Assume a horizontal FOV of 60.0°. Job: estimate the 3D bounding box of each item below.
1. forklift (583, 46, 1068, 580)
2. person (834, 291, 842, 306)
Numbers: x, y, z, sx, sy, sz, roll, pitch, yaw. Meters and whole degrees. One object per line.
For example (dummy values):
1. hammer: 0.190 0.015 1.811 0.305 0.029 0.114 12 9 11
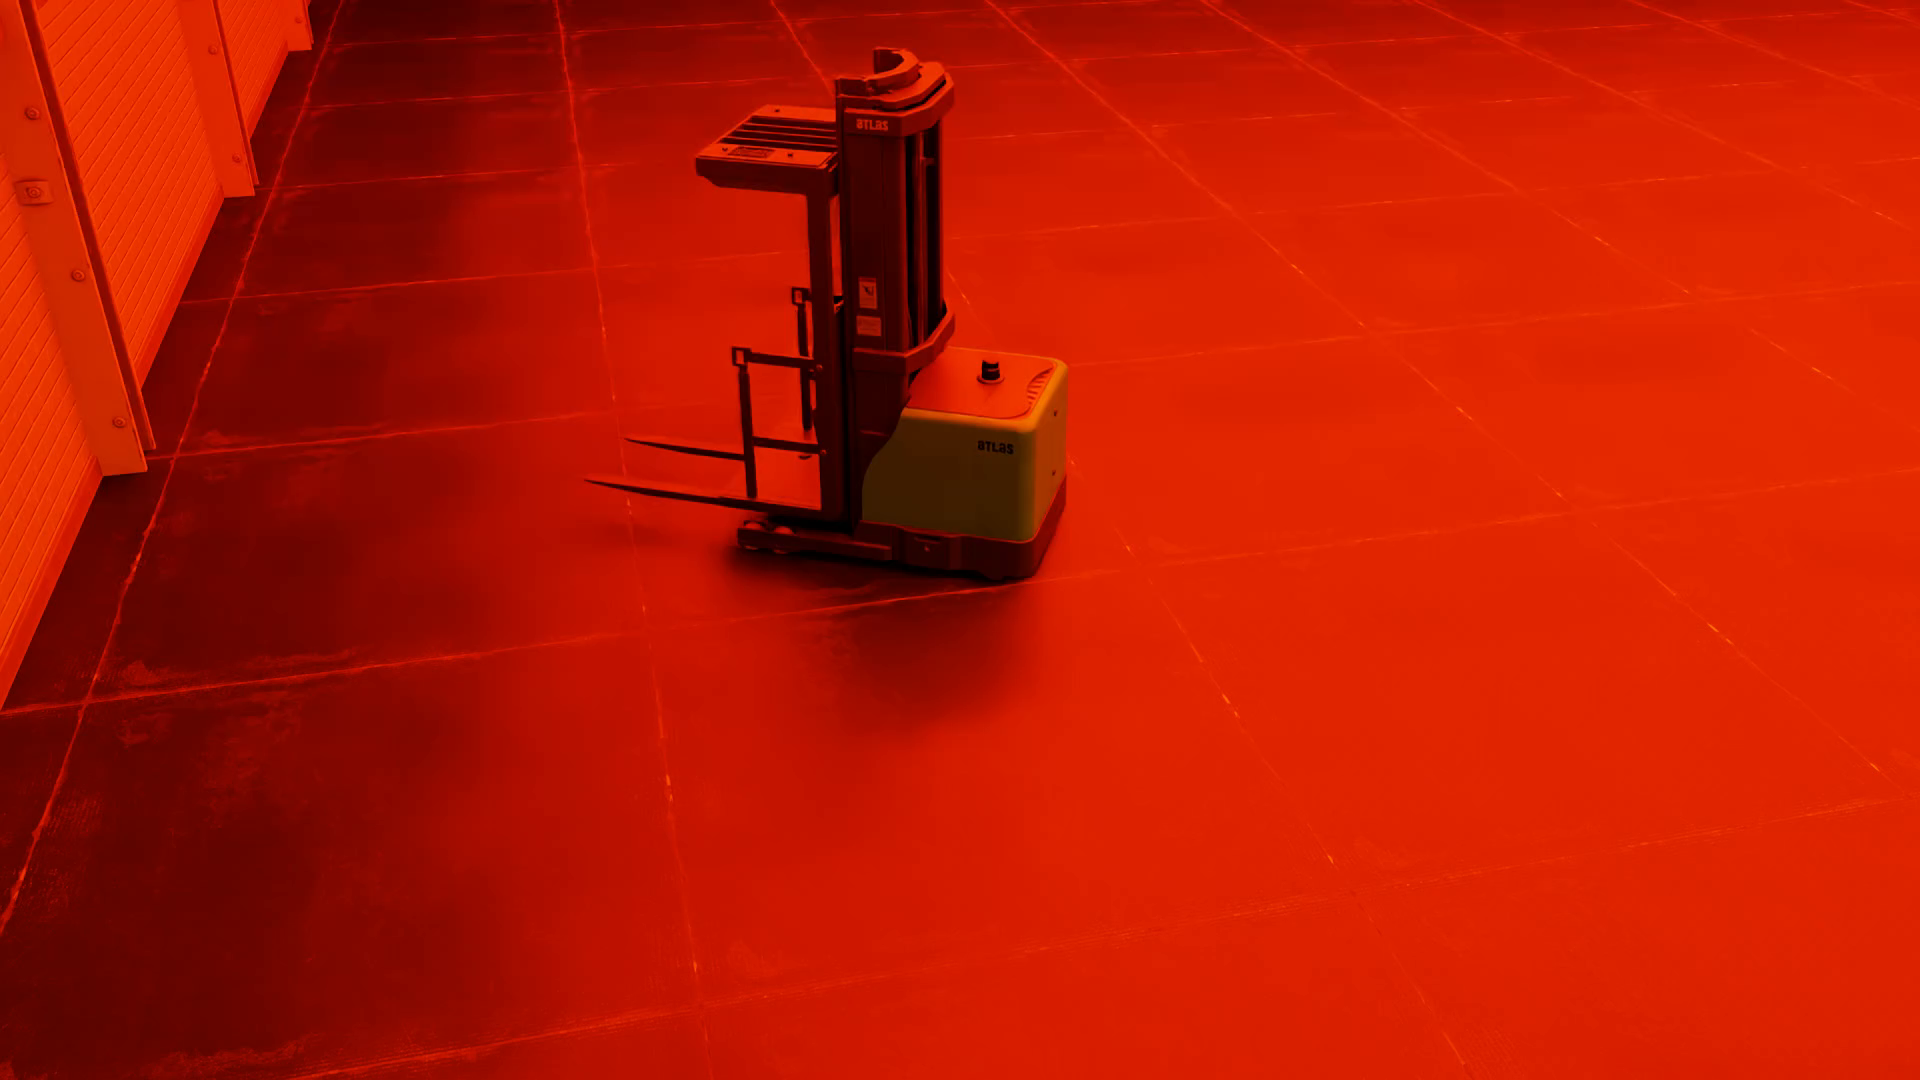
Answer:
1. forklift: -0.892 -1.428 10.041 3.031 2.935 1.130 8 31 13
2. person: -0.549 -1.207 11.176 0.793 1.415 0.762 -17 34 -27
